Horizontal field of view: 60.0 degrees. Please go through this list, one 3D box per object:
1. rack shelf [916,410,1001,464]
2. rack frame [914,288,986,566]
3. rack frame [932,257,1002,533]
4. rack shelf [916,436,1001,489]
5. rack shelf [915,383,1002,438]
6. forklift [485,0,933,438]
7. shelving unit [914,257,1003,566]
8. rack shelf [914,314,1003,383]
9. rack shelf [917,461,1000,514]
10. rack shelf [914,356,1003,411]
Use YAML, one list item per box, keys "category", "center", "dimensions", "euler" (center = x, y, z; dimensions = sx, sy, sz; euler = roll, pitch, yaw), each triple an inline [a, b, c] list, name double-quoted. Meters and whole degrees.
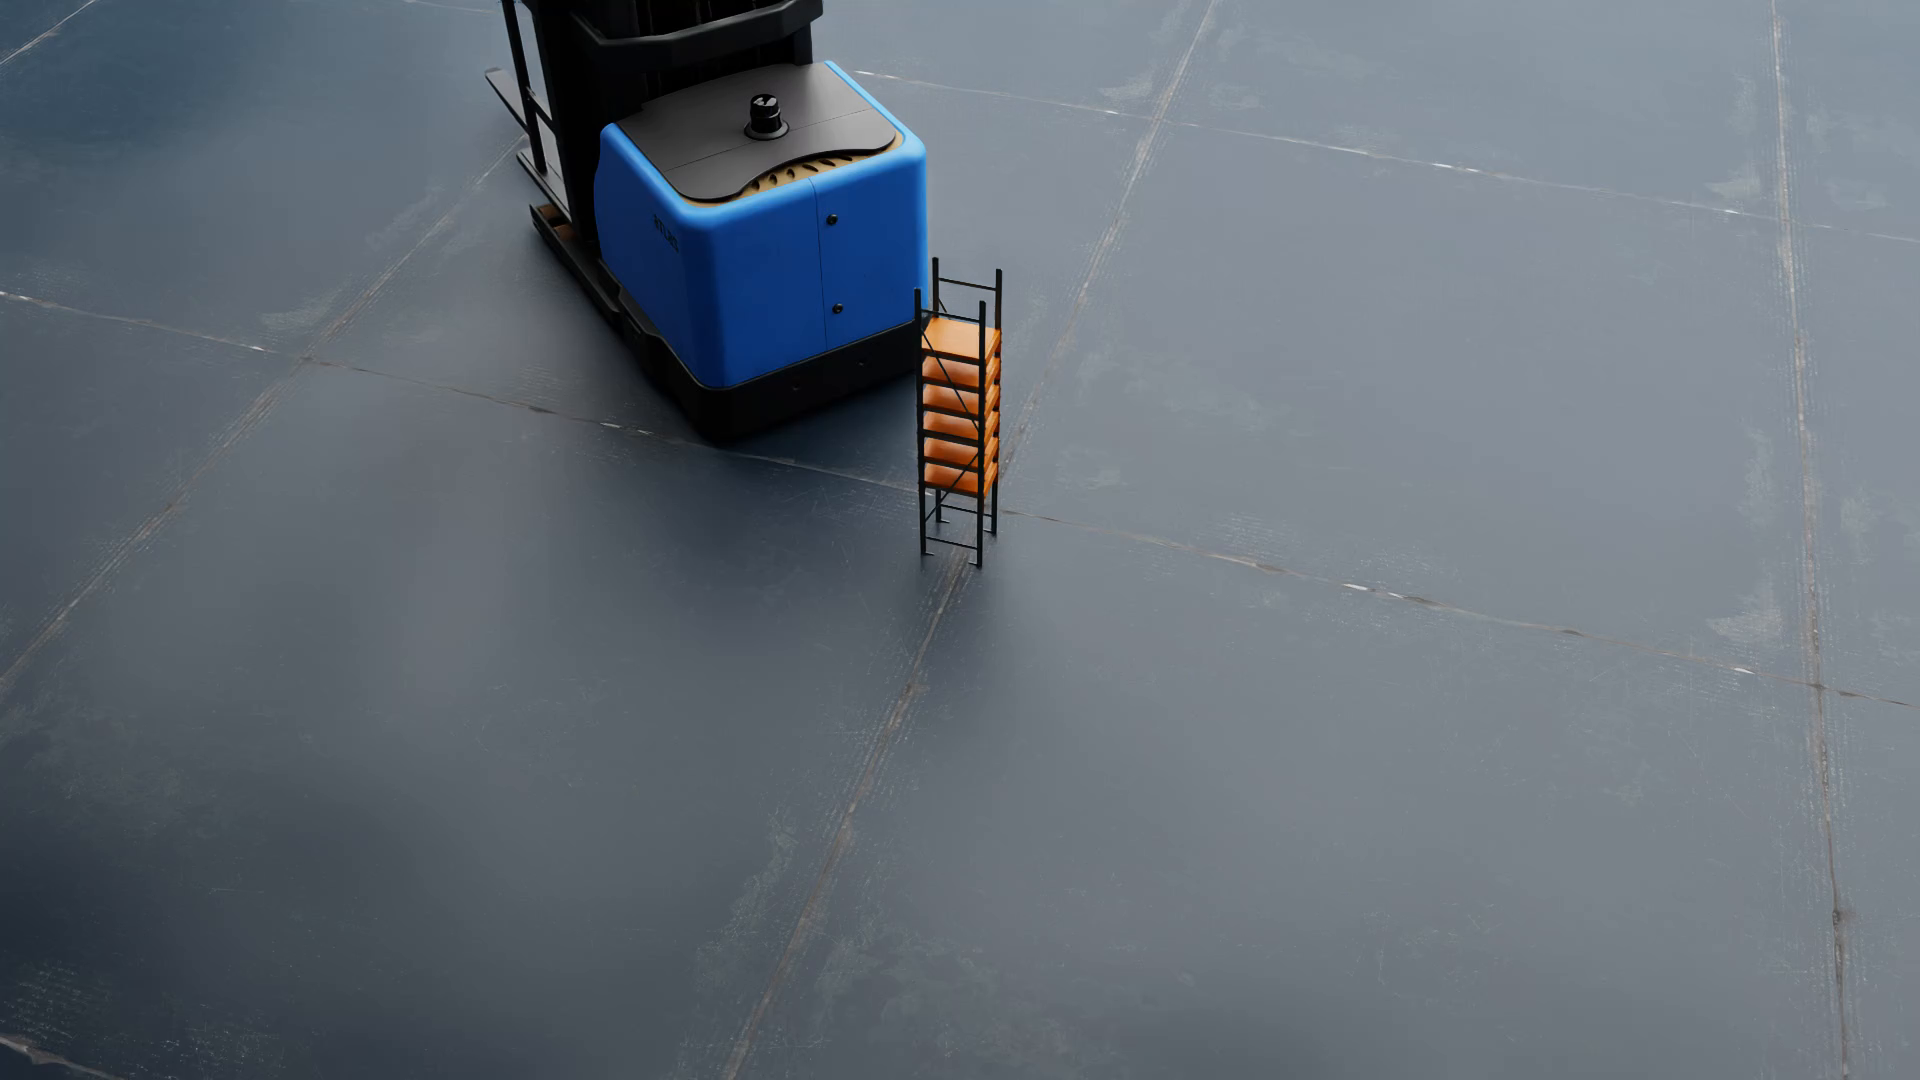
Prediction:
- category: "rack shelf"
  center: [-0.004, -0.387, 5.852]
  dimensions: [0.258, 0.103, 0.180]
  euler: [13, 46, 13]
- category: "rack frame"
  center: [-0.032, -0.358, 5.758]
  dimensions: [0.240, 1.200, 0.006]
  euler: [13, 46, 13]
- category: "rack frame"
  center: [0.023, -0.480, 5.883]
  dimensions: [0.240, 1.200, 0.006]
  euler: [13, 46, 13]
- category: "rack shelf"
  center: [-0.004, -0.302, 5.936]
  dimensions: [0.258, 0.103, 0.180]
  euler: [13, 46, 13]
- category: "rack shelf"
  center: [-0.004, -0.473, 5.768]
  dimensions: [0.258, 0.103, 0.180]
  euler: [13, 46, 13]
- category: "forklift"
  center: [-1.309, -2.466, 6.675]
  dimensions: [1.130, 2.935, 3.031]
  euler: [-23, 49, -22]
- category: "shelving unit"
  center: [-0.004, -0.419, 5.820]
  dimensions: [0.258, 1.200, 0.189]
  euler: [13, 46, 13]
- category: "rack shelf"
  center: [-0.004, -0.645, 5.600]
  dimensions: [0.258, 0.103, 0.180]
  euler: [13, 46, 13]
- category: "rack shelf"
  center: [-0.004, -0.216, 6.019]
  dimensions: [0.258, 0.103, 0.180]
  euler: [13, 46, 13]
- category: "rack shelf"
  center: [-0.004, -0.559, 5.684]
  dimensions: [0.258, 0.103, 0.180]
  euler: [13, 46, 13]
